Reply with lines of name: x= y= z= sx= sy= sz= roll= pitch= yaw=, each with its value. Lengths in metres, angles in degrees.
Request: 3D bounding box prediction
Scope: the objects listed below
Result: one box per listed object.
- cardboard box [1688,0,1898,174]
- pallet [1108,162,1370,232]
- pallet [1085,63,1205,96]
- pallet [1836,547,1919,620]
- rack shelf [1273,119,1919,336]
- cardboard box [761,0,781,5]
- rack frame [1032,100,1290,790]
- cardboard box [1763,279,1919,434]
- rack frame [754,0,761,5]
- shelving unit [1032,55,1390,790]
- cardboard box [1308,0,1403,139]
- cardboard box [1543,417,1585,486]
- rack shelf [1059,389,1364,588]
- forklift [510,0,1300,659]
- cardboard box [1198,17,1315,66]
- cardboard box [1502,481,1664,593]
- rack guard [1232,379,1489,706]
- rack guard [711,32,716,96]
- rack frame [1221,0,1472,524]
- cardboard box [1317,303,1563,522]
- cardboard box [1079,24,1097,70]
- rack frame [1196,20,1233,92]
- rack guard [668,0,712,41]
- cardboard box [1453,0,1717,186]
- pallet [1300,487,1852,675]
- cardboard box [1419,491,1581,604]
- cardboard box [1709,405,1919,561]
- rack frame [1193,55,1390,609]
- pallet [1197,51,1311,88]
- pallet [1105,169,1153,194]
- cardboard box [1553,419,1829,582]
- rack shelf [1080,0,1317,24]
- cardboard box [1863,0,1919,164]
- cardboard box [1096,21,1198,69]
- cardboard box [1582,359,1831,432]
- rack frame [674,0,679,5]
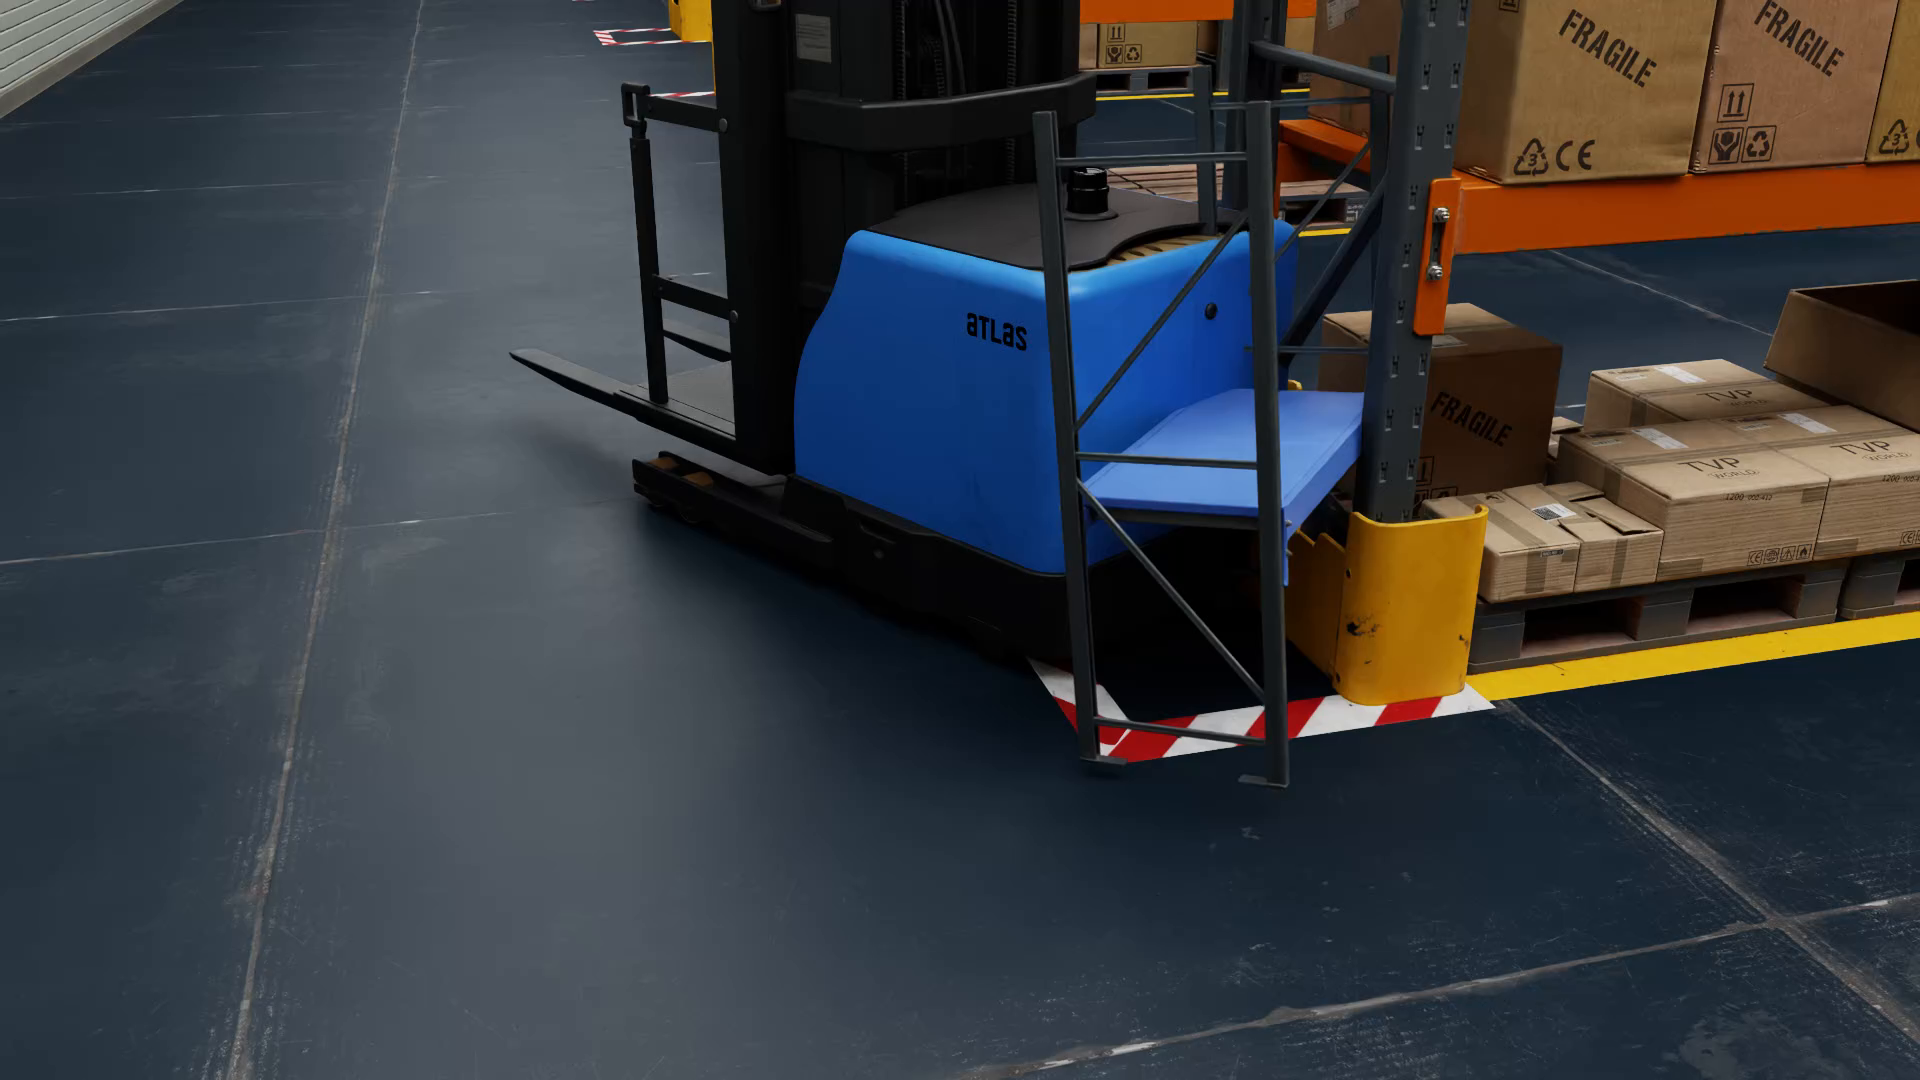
cardboard box: x=1.937 y=-1.229 z=4.184 sx=0.500 sy=0.500 sz=0.500 roll=-7 pitch=24 yaw=-15
pallet: x=1.586 y=-1.980 z=9.597 sx=1.213 sy=0.211 sz=1.003 roll=-6 pitch=24 yaw=-14
pallet: x=1.369 y=-4.034 z=14.383 sx=1.213 sy=0.211 sz=1.003 roll=-6 pitch=24 yaw=-14
pallet: x=2.956 y=-0.119 z=5.261 sx=1.213 sy=0.211 sz=1.003 roll=-6 pitch=24 yaw=-14
rack shelf: x=2.869 y=-1.062 z=4.832 sx=4.000 sy=0.370 sz=1.077 roll=-6 pitch=24 yaw=-14
cardboard box: x=-1.134 y=-4.256 z=13.526 sx=0.875 sy=0.875 sz=0.875 roll=-6 pitch=24 yaw=-14
rack frame: x=0.446 y=-0.168 z=3.601 sx=0.500 sy=1.500 sz=0.032 roll=5 pitch=21 yaw=27
cardboard box: x=2.987 y=-0.458 z=5.121 sx=0.637 sy=0.503 sz=0.797 roll=-6 pitch=24 yaw=-14
rack frame: x=-1.729 y=-4.941 z=12.960 sx=0.127 sy=3.000 sz=1.000 roll=-6 pitch=24 yaw=-14
shelving unit: x=0.672 y=-0.337 z=4.024 sx=0.538 sy=1.500 sz=1.048 roll=5 pitch=21 yaw=27
cardboard box: x=1.301 y=-1.376 z=4.526 sx=0.500 sy=0.500 sz=0.500 roll=-6 pitch=24 yaw=-13
cardboard box: x=1.815 y=-0.240 z=5.040 sx=0.250 sy=0.166 sz=0.380 roll=-6 pitch=24 yaw=-14
rack shelf: x=0.688 y=-0.167 z=4.083 sx=0.538 sy=0.185 sz=1.000 roll=5 pitch=21 yaw=27
forklift: x=-0.433 y=-1.524 z=5.084 sx=1.130 sy=2.935 sz=3.031 roll=-21 pitch=31 yaw=-40
cardboard box: x=2.733 y=-4.659 z=14.466 sx=0.875 sy=0.875 sz=1.225 roll=-6 pitch=24 yaw=-14
cardboard box: x=1.680 y=-0.020 z=4.528 sx=0.250 sy=0.166 sz=0.380 roll=-6 pitch=24 yaw=-14
rack guard: x=1.016 y=-0.038 z=4.706 sx=0.348 sy=0.500 sz=1.175 roll=-6 pitch=24 yaw=-14
rack guard: x=-1.752 y=-3.789 z=13.447 sx=0.348 sy=0.500 sz=1.175 roll=-6 pitch=24 yaw=-14
rack frame: x=0.943 y=-1.179 z=4.194 sx=0.127 sy=3.000 sz=1.000 roll=-6 pitch=24 yaw=-14
cardboard box: x=1.400 y=-0.384 z=4.953 sx=0.500 sy=0.500 sz=0.500 roll=-6 pitch=24 yaw=-14
cardboard box: x=0.599 y=-4.447 z=13.973 sx=0.875 sy=0.875 sz=0.875 roll=-6 pitch=24 yaw=-14
rack frame: x=2.122 y=-5.367 z=13.953 sx=0.127 sy=3.000 sz=1.000 roll=-6 pitch=24 yaw=-14
rack guard: x=-2.898 y=-5.694 z=17.886 sx=0.348 sy=0.500 sz=1.175 roll=-6 pitch=24 yaw=-14
cardboard box: x=1.442 y=-1.172 z=4.051 sx=0.500 sy=0.500 sz=0.500 roll=-6 pitch=24 yaw=-13
pallet: x=1.784 y=0.009 z=4.961 sx=1.213 sy=0.211 sz=1.003 roll=-6 pitch=24 yaw=-14
cardboard box: x=1.439 y=0.015 z=4.469 sx=0.250 sy=0.149 sz=0.380 roll=-6 pitch=24 yaw=-14
cardboard box: x=2.506 y=-0.174 z=4.782 sx=0.500 sy=0.250 sz=0.500 roll=-6 pitch=24 yaw=-14
rack frame: x=0.898 y=-0.505 z=4.447 sx=0.500 sy=1.500 sz=0.032 roll=5 pitch=21 yaw=27
pallet: x=2.845 y=-4.196 z=14.761 sx=1.213 sy=0.211 sz=1.003 roll=-6 pitch=24 yaw=-14
pallet: x=0.413 y=-1.852 z=9.298 sx=1.213 sy=0.211 sz=1.003 roll=-6 pitch=24 yaw=-14
cardboard box: x=2.025 y=-0.121 z=4.657 sx=0.500 sy=0.250 sz=0.500 roll=-6 pitch=24 yaw=-14
rack shelf: x=1.534 y=-2.943 z=9.216 sx=4.000 sy=0.370 sz=1.077 roll=-6 pitch=24 yaw=-14
cardboard box: x=2.421 y=-1.282 z=4.306 sx=0.500 sy=0.500 sz=0.500 roll=-6 pitch=24 yaw=-15
cardboard box: x=1.465 y=-4.543 z=14.196 sx=0.875 sy=0.875 sz=0.875 roll=-6 pitch=24 yaw=-14
cardboard box: x=2.323 y=-0.359 z=5.212 sx=0.500 sy=0.250 sz=0.500 roll=-6 pitch=24 yaw=-14
rack frame: x=-2.972 y=-6.834 z=17.374 sx=0.127 sy=3.000 sz=1.000 roll=-6 pitch=24 yaw=-14
